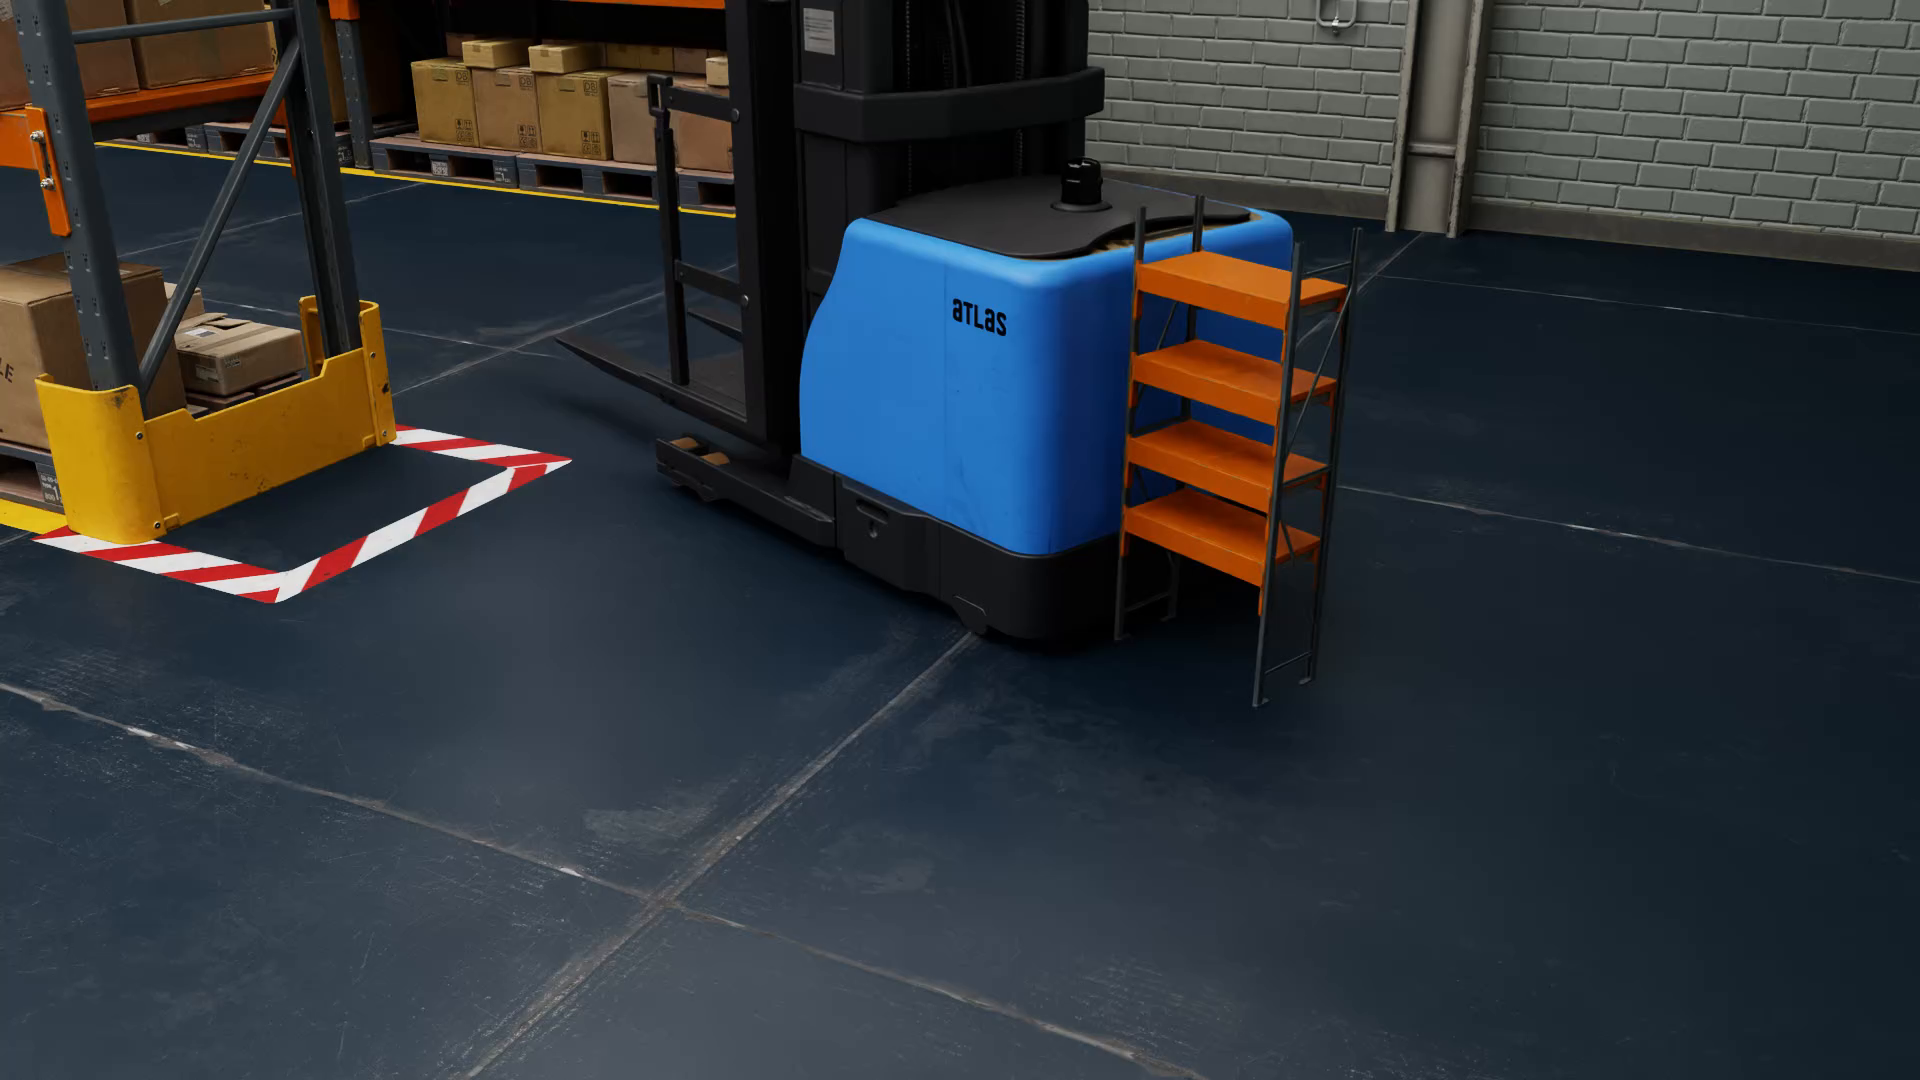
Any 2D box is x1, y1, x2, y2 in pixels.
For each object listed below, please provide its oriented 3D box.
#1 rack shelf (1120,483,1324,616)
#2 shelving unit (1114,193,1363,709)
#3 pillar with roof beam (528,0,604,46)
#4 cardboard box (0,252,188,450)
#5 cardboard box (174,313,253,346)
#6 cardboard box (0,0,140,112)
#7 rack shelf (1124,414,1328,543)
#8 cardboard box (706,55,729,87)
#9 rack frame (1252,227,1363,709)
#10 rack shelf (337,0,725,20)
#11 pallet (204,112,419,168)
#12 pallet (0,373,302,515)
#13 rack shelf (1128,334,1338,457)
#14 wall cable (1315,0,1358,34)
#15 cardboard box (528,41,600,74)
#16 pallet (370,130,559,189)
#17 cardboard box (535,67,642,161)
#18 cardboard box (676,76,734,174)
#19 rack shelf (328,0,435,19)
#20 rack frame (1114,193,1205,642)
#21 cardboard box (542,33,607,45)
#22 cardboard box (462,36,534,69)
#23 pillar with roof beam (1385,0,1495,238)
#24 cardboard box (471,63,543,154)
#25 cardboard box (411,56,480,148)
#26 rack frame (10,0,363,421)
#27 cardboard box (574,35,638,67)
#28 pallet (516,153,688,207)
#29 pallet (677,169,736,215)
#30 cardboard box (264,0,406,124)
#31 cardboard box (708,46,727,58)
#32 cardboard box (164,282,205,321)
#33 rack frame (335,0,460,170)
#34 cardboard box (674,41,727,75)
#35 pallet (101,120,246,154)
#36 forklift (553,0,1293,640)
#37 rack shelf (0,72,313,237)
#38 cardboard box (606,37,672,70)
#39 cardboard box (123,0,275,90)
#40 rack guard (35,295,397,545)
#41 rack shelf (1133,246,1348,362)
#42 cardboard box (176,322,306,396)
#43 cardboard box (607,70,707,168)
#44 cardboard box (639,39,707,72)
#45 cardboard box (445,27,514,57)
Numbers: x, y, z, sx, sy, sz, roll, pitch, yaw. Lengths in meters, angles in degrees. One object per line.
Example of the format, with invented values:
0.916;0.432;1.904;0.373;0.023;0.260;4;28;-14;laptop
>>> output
0.683;0.016;4.349;0.258;0.148;0.480;-19;30;-38;rack shelf
0.685;-0.227;4.242;0.258;1.200;0.503;-19;30;-38;shelving unit
-4.669;-5.449;6.565;0.400;9.000;9.100;11;25;25;pillar with roof beam
-3.000;-0.639;5.551;0.500;0.500;0.500;11;25;25;cardboard box
-2.845;-0.713;6.152;0.250;0.166;0.380;11;25;25;cardboard box
-2.926;-1.607;5.067;0.500;0.500;0.500;12;26;26;cardboard box
0.685;-0.166;4.269;0.258;0.148;0.480;-19;30;-38;rack shelf
-1.267;-2.741;9.692;0.250;0.149;0.380;12;26;26;cardboard box
0.847;-0.153;4.075;0.240;1.200;0.015;-19;30;-38;rack frame
-1.957;-3.329;10.165;4.000;0.370;1.077;11;25;25;rack shelf
-4.464;-2.840;11.659;1.213;0.211;1.003;11;25;25;pallet
-3.183;-0.447;6.032;1.213;0.211;1.003;11;25;25;pallet
0.687;-0.371;4.179;0.258;0.148;0.480;-19;30;-38;rack shelf
1.398;-3.879;9.240;1.851;1.984;0.084;11;25;25;wall cable
-2.431;-2.971;10.232;0.250;0.149;0.380;10;25;23;cardboard box
-3.098;-2.569;11.021;1.213;0.211;1.003;11;25;25;pallet
-2.217;-2.707;10.441;0.500;0.500;0.700;12;26;26;cardboard box
-1.288;-2.527;10.017;0.500;0.500;0.700;11;25;24;cardboard box
-5.527;-4.036;11.826;4.000;0.370;1.077;11;25;25;rack shelf
0.524;-0.302;4.409;0.240;1.200;0.015;-19;30;-38;rack frame
-2.454;-3.143;10.637;0.250;0.149;0.380;10;25;23;cardboard box
-2.897;-3.063;10.448;0.250;0.149;0.380;12;26;26;cardboard box
0.685;-4.390;4.074;0.400;9.000;9.100;11;25;25;pillar with roof beam
-2.674;-2.799;10.656;0.500;0.500;0.700;11;25;24;cardboard box
-3.121;-2.889;10.867;0.500;0.500;0.700;12;26;25;cardboard box
-2.404;-1.577;5.124;0.127;3.000;1.000;11;25;25;rack frame
-2.229;-3.099;10.532;0.250;0.149;0.380;11;26;25;cardboard box
-2.006;-2.354;10.515;1.213;0.211;1.003;11;25;25;pallet
-0.921;-2.138;10.007;1.213;0.211;1.003;11;25;25;pallet
-4.380;-3.287;11.356;0.750;0.750;0.750;12;26;25;cardboard box
-1.316;-2.919;10.109;0.250;0.149;0.380;11;26;25;cardboard box
-3.207;-0.797;6.243;0.500;0.250;0.500;11;25;25;cardboard box
-3.742;-4.014;10.855;0.127;3.000;1.000;11;25;25;rack frame
-1.543;-2.963;10.214;0.250;0.149;0.380;12;26;25;cardboard box
-5.557;-3.055;12.164;1.213;0.211;1.003;11;25;25;pallet
-0.383;-1.585;5.231;1.130;2.935;3.031;-18;29;-36;forklift
-4.189;-1.599;6.095;4.000;0.370;1.077;11;25;25;rack shelf
-1.998;-3.053;10.425;0.250;0.149;0.380;11;25;24;cardboard box
-2.681;-1.793;5.505;0.500;0.500;0.500;12;26;26;cardboard box
-2.472;-0.440;5.645;0.348;0.500;1.175;11;25;25;rack guard
0.689;-0.587;4.084;0.258;0.148;0.480;-19;30;-38;rack shelf
-2.622;-0.661;6.052;0.250;0.149;0.380;11;25;25;cardboard box
-1.738;-2.616;10.225;0.500;0.500;0.700;10;25;23;cardboard box
-1.772;-3.008;10.320;0.250;0.149;0.380;11;26;25;cardboard box
-3.160;-3.282;10.963;0.250;0.149;0.380;11;25;24;cardboard box
